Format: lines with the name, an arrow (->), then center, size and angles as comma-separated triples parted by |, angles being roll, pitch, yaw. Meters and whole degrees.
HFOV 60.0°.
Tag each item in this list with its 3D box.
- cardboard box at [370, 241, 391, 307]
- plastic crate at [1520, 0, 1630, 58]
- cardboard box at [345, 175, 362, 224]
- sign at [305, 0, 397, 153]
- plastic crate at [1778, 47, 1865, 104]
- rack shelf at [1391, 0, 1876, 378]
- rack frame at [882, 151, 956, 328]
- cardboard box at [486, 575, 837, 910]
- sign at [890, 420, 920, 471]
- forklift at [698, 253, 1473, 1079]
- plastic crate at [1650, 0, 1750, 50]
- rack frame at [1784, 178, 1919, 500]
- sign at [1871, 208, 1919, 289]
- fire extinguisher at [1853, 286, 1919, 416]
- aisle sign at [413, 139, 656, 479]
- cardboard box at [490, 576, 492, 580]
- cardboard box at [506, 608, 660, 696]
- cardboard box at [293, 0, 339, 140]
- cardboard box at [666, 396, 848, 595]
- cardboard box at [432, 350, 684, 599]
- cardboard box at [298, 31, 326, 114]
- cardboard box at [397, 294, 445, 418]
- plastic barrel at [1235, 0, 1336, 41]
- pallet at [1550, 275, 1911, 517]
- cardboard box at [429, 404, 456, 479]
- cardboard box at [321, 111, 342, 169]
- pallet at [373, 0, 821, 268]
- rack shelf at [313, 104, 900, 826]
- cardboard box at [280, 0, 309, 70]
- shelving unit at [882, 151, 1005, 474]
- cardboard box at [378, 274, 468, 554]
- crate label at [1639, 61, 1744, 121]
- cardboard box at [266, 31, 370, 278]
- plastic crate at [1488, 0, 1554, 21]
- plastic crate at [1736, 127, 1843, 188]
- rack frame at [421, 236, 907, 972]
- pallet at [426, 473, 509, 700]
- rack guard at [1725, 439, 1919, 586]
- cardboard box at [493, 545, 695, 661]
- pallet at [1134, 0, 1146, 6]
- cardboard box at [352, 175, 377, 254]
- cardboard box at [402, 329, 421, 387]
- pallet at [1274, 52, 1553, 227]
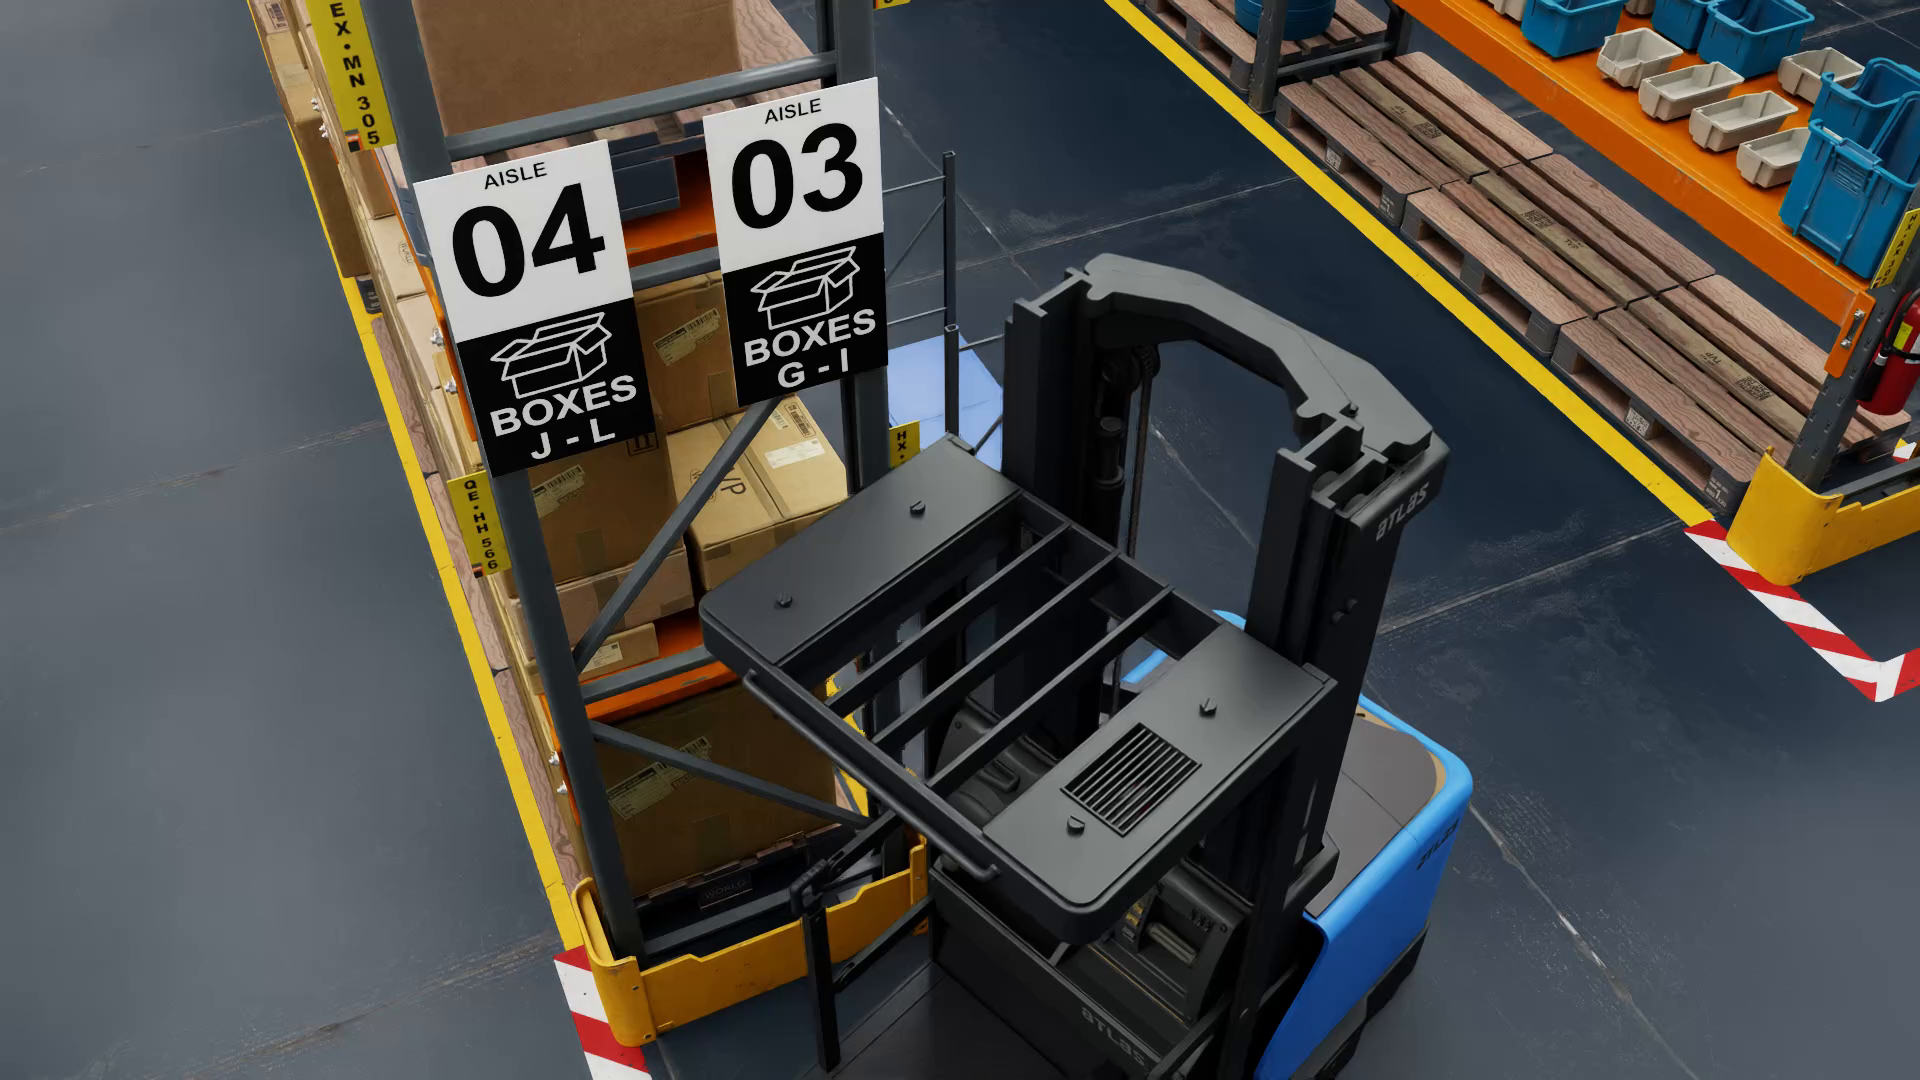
cardboard box -> -1.974, -1.037, 6.213 | 0.380, 0.149, 0.250 | -18, 47, -17
plastic crate -> 2.738, -2.348, 7.439 | 0.416, 0.233, 0.300 | -18, 47, -17
cardboard box -> -2.185, -1.361, 6.541 | 0.380, 0.149, 0.250 | -19, 48, -18
sign -> -1.158, -0.894, 3.179 | 0.100, 0.325, 0.005 | -18, 47, -17
plastic crate -> 3.684, -1.996, 7.151 | 0.250, 0.136, 0.298 | -18, 47, -17
rack shelf -> 2.993, -2.171, 7.696 | 1.077, 0.370, 4.000 | -18, 47, -17
rack frame -> -0.250, -0.912, 6.975 | 0.500, 1.500, 0.032 | -18, 47, -17
cardboard box -> -1.001, 0.532, 5.657 | 0.875, 0.875, 0.875 | -18, 47, -17
sign -> -0.154, -0.187, 4.500 | 0.100, 0.325, 0.005 | -18, 47, -17
forklift -> 0.147, 0.900, 4.120 | 1.130, 2.935, 3.031 | 34, 54, 30
plastic crate -> 3.349, -2.400, 7.492 | 0.416, 0.233, 0.300 | -18, 47, -17
rack frame -> 3.834, -1.153, 6.152 | 1.000, 3.000, 0.127 | -18, 47, -17
sign -> 3.342, -1.038, 5.919 | 0.100, 0.325, 0.005 | -18, 47, -17
fire extinguisher -> 3.485, -0.762, 6.076 | 0.296, 0.674, 0.183 | -18, 47, -17
aisle sign -> -0.902, -0.481, 3.620 | 0.394, 0.787, 0.004 | -18, 47, -17
cardboard box -> -1.324, -0.057, 5.220 | 0.380, 0.149, 0.250 | -18, 47, -17
cardboard box -> -1.108, 0.270, 4.889 | 0.380, 0.149, 0.250 | -17, 47, -17
cardboard box -> -2.172, -1.862, 6.231 | 0.500, 0.500, 0.500 | -18, 47, -17
cardboard box -> -0.617, -0.128, 5.008 | 0.500, 0.250, 0.500 | -19, 48, -18
cardboard box -> -1.103, -0.242, 4.590 | 0.500, 0.500, 0.500 | -17, 47, -17
cardboard box -> -2.382, -1.915, 6.819 | 0.500, 0.250, 0.500 | -19, 48, -18
cardboard box -> -1.531, -0.621, 5.507 | 0.500, 0.250, 0.500 | -20, 48, -19
plastic barrel -> 1.939, -3.456, 9.681 | 0.600, 0.901, 0.708 | -18, 47, -17
pallet -> 3.523, -0.697, 7.675 | 1.003, 0.211, 1.213 | -18, 47, -17
cardboard box -> -1.539, -0.381, 5.548 | 0.380, 0.149, 0.250 | -19, 48, -18
cardboard box -> -2.408, -1.696, 6.881 | 0.380, 0.149, 0.250 | -20, 48, -19
pallet -> -0.981, -1.196, 4.123 | 1.003, 0.211, 1.213 | -18, 47, -17
rack shelf -> -1.501, -0.709, 6.214 | 1.077, 0.370, 4.000 | -18, 47, -17
cardboard box -> -2.786, -2.492, 7.438 | 0.500, 0.500, 0.500 | -18, 47, -17
shelving unit -> -0.036, -0.588, 6.647 | 0.538, 1.500, 1.048 | -18, 47, -17
cardboard box -> -1.758, -0.615, 6.820 | 0.875, 0.875, 0.875 | -18, 47, -17
crate label -> 3.079, -1.906, 7.060 | 0.396, 0.136, 0.243 | -18, 47, -17
cardboard box -> -2.629, -2.034, 8.259 | 1.225, 0.875, 0.875 | -18, 47, -17
plastic crate -> 2.627, -2.654, 7.714 | 0.437, 0.282, 0.530 | -18, 47, -17
plastic crate -> 3.327, -1.547, 6.696 | 0.396, 0.136, 0.243 | -18, 47, -17
rack frame -> -0.660, 0.310, 4.669 | 1.000, 3.000, 0.127 | -18, 47, -17
pallet -> -1.576, 0.040, 6.928 | 1.003, 0.211, 1.213 | -18, 47, -17
rack guard -> 3.856, -0.252, 7.018 | 1.175, 0.500, 0.348 | -18, 47, -17
cardboard box -> -1.104, 0.027, 4.851 | 0.500, 0.250, 0.500 | -19, 48, -18
pallet -> 1.349, -3.992, 11.014 | 1.003, 0.211, 1.213 | -18, 47, -17
cardboard box -> -1.954, -1.268, 6.163 | 0.500, 0.250, 0.500 | -17, 47, -16
cardboard box -> -1.751, -0.705, 5.876 | 0.380, 0.149, 0.250 | -17, 47, -17
pallet -> 2.497, -2.252, 9.251 | 1.003, 0.211, 1.213 | -18, 47, -17
